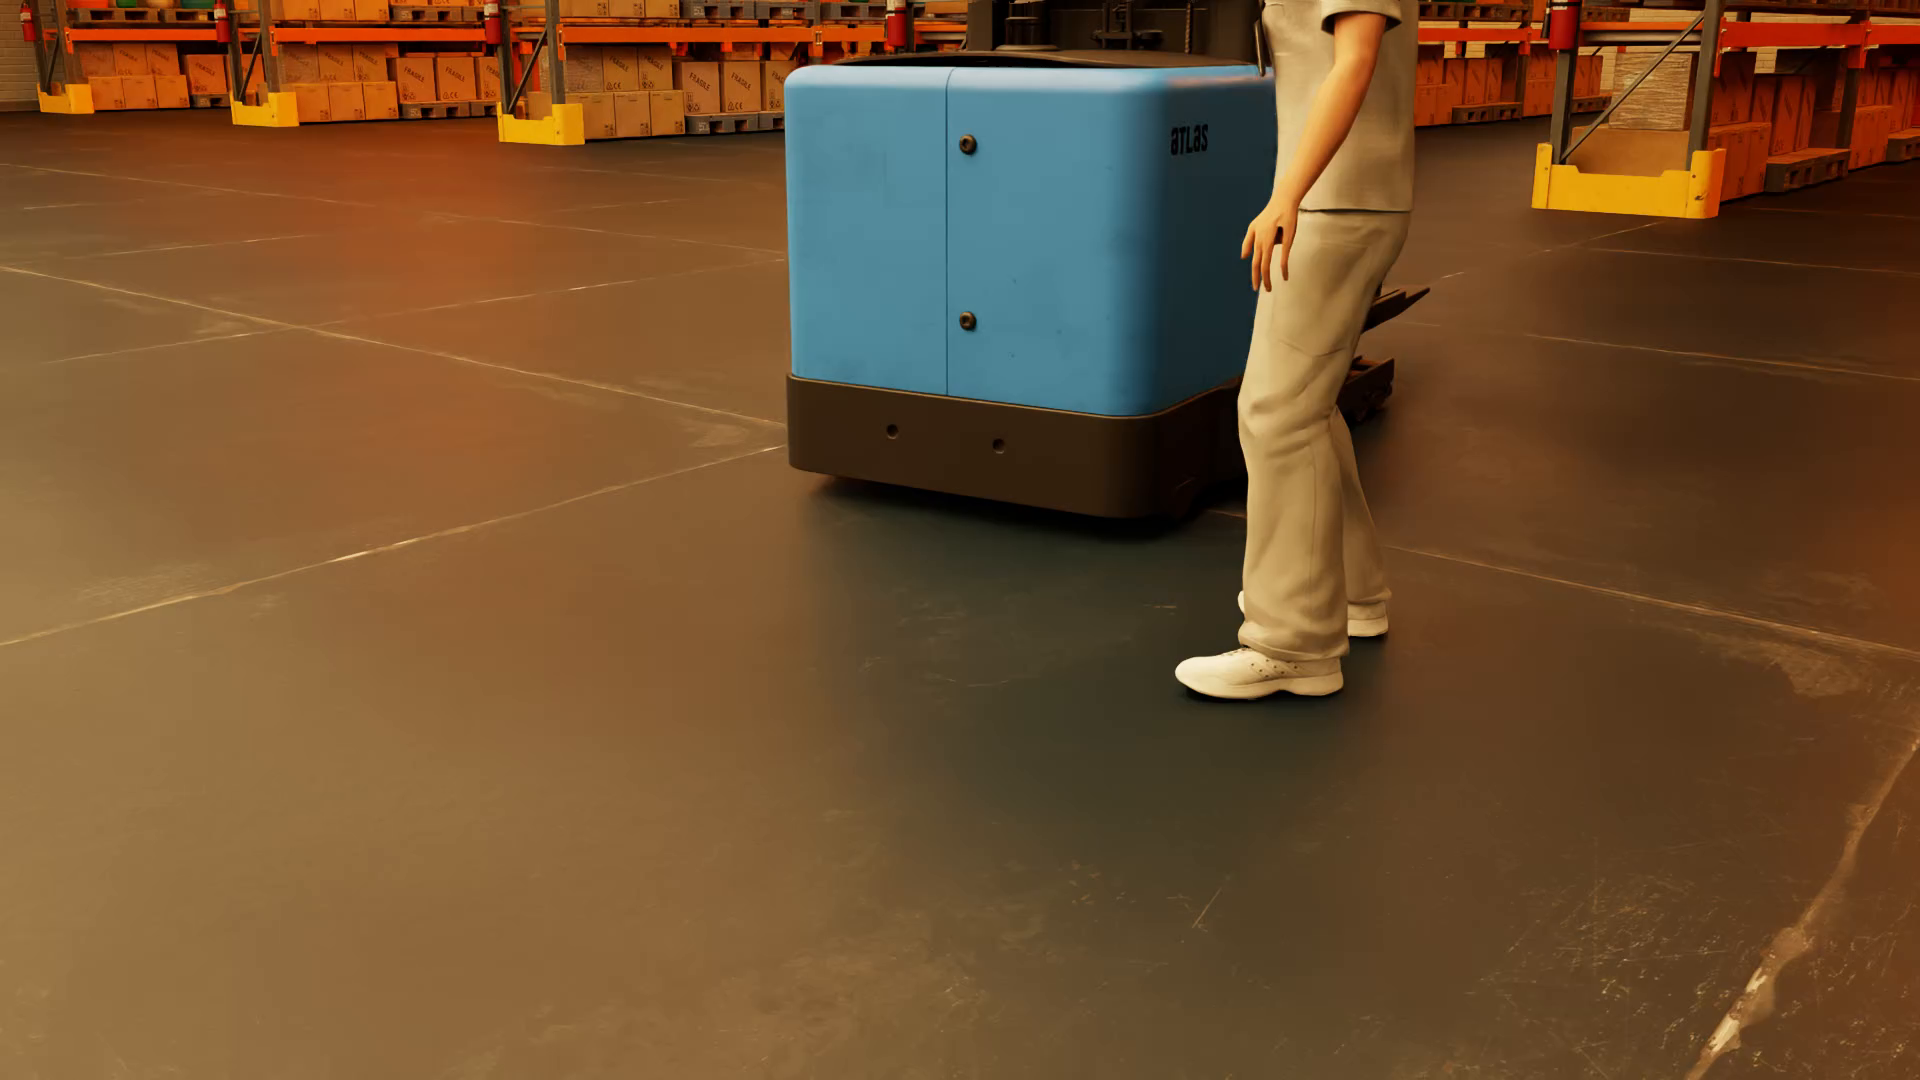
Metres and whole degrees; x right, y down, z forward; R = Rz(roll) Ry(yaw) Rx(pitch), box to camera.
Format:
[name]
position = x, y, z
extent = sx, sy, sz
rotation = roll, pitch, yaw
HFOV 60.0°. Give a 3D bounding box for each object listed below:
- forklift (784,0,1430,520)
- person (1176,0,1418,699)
[forklift]
position = 0.734, -1.827, 4.914
extent = 1.130, 2.935, 3.031
rotation = 10, 19, 29
[person]
position = 0.646, -0.587, 3.038
extent = 0.394, 1.651, 0.678
rotation = 4, 17, 11
